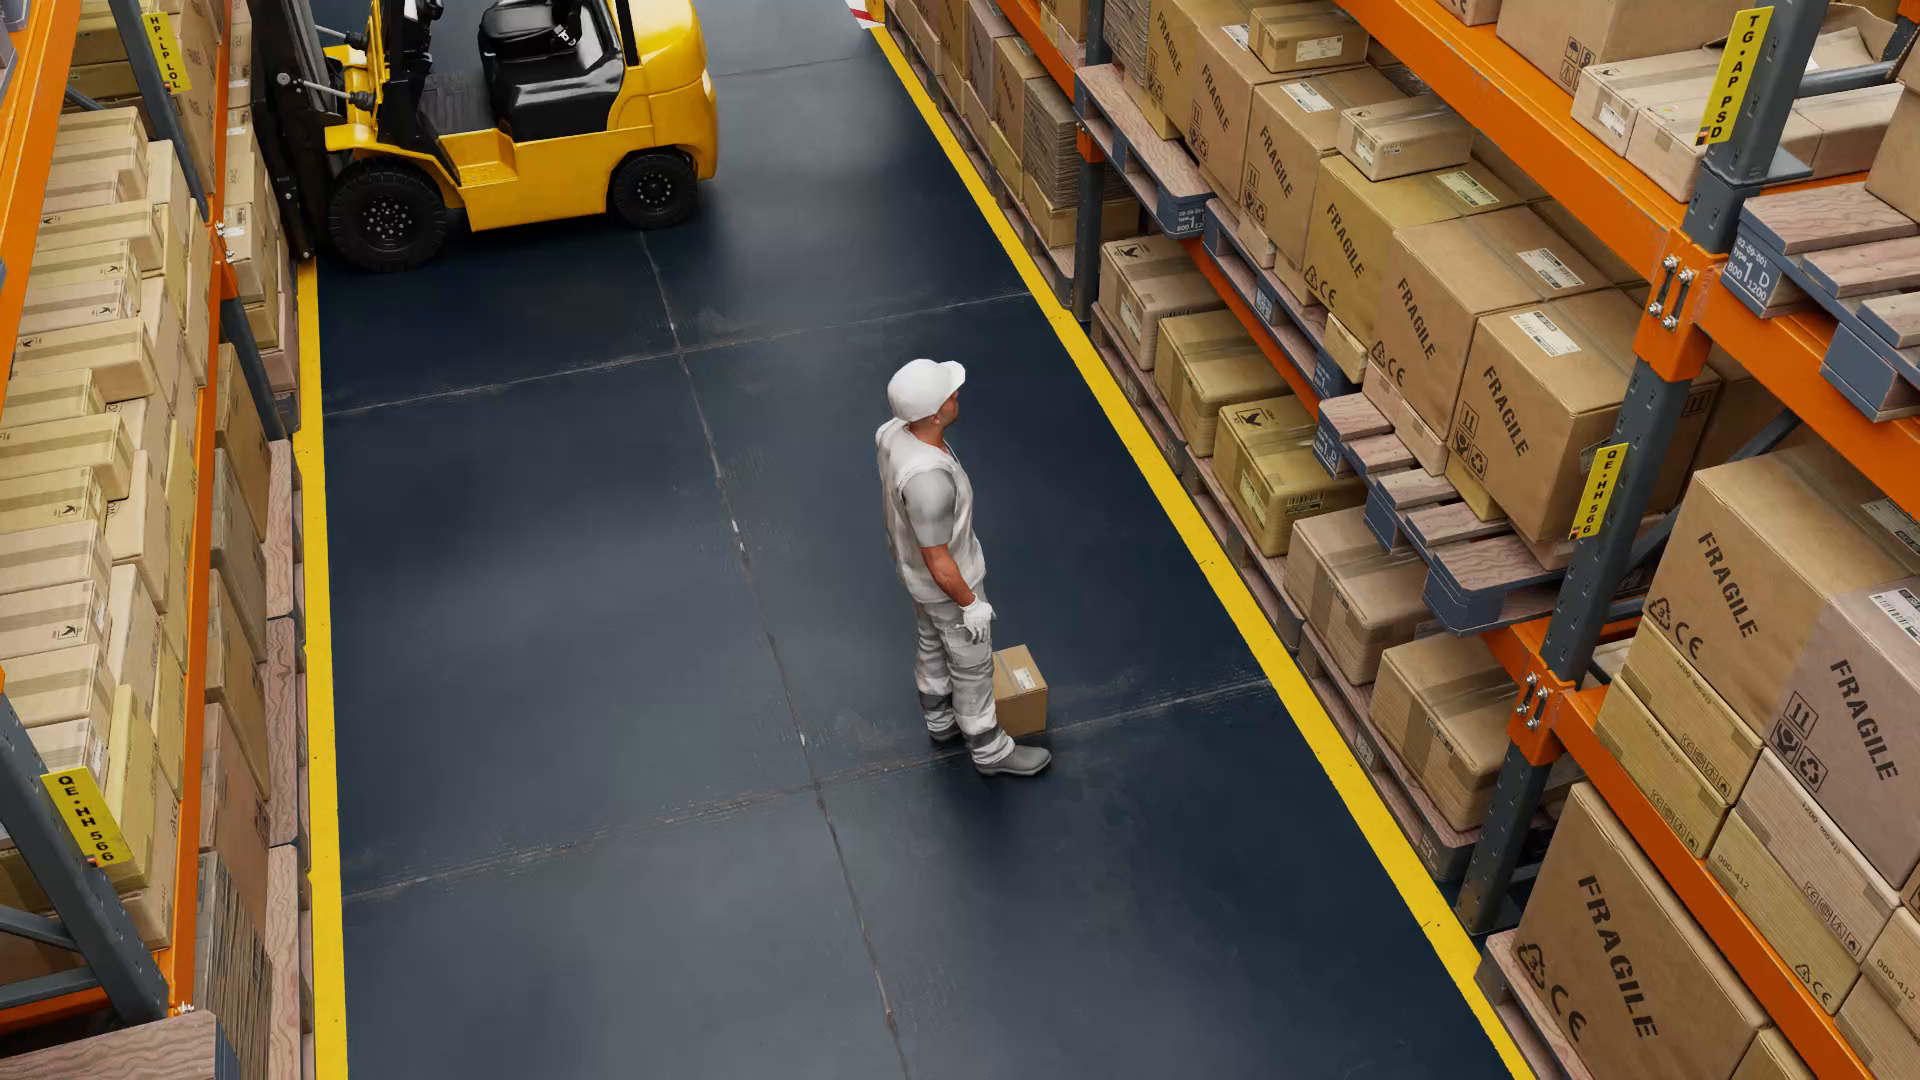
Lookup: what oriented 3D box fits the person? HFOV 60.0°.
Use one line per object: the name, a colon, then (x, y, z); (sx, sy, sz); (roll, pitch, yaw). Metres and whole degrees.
person: (0.010, 0.095, 6.021); (0.564, 1.788, 0.637); (-12, 43, -13)
